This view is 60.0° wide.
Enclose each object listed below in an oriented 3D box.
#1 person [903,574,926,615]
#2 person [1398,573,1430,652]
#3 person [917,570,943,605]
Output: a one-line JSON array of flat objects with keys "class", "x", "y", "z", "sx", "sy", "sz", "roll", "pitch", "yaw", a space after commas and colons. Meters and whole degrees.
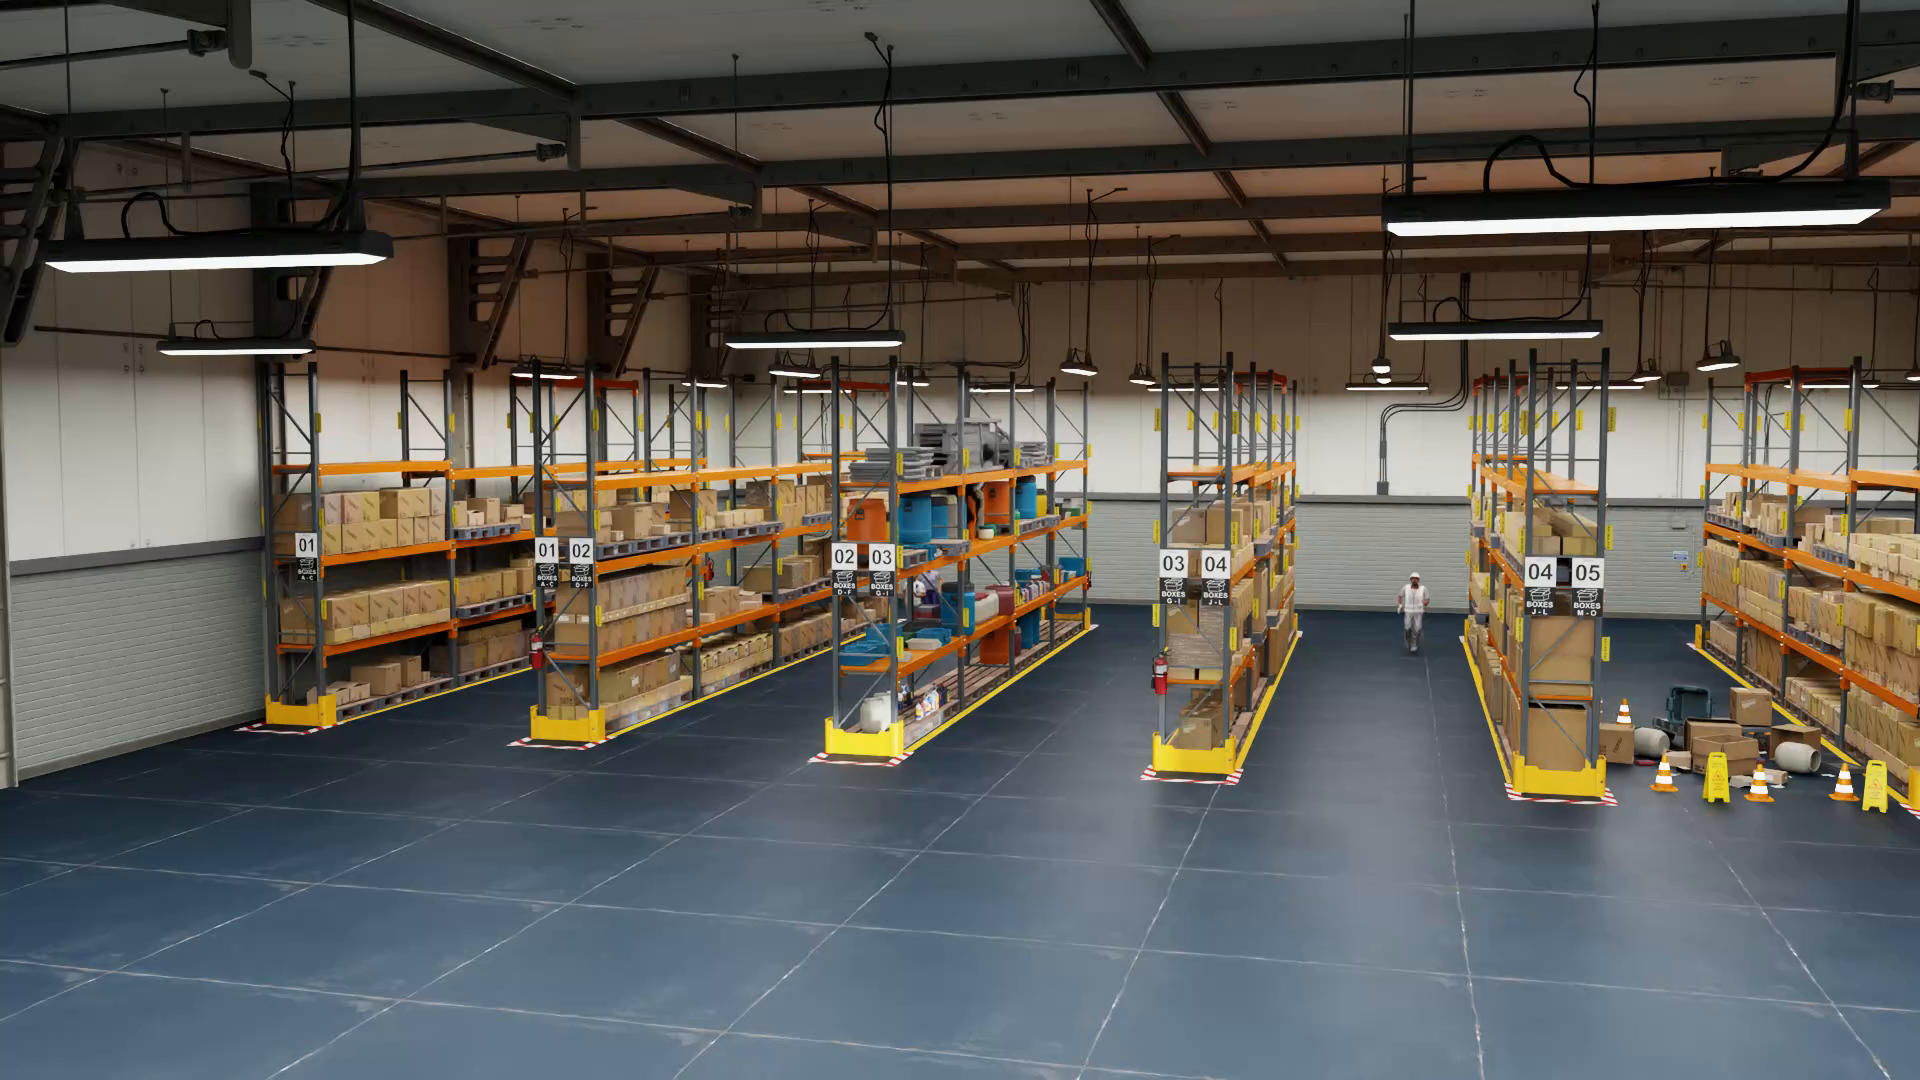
[{"class": "person", "x": -1.036, "y": 1.489, "z": 37.576, "sx": 0.574, "sy": 1.683, "sz": 0.920, "roll": 0, "pitch": 4, "yaw": 7}, {"class": "person", "x": 9.866, "y": 1.581, "z": 36.158, "sx": 0.679, "sy": 1.738, "sz": 0.599, "roll": 1, "pitch": 4, "yaw": 15}, {"class": "person", "x": -0.751, "y": 1.332, "z": 40.741, "sx": 0.638, "sy": 1.604, "sz": 0.526, "roll": 0, "pitch": 4, "yaw": 4}]
